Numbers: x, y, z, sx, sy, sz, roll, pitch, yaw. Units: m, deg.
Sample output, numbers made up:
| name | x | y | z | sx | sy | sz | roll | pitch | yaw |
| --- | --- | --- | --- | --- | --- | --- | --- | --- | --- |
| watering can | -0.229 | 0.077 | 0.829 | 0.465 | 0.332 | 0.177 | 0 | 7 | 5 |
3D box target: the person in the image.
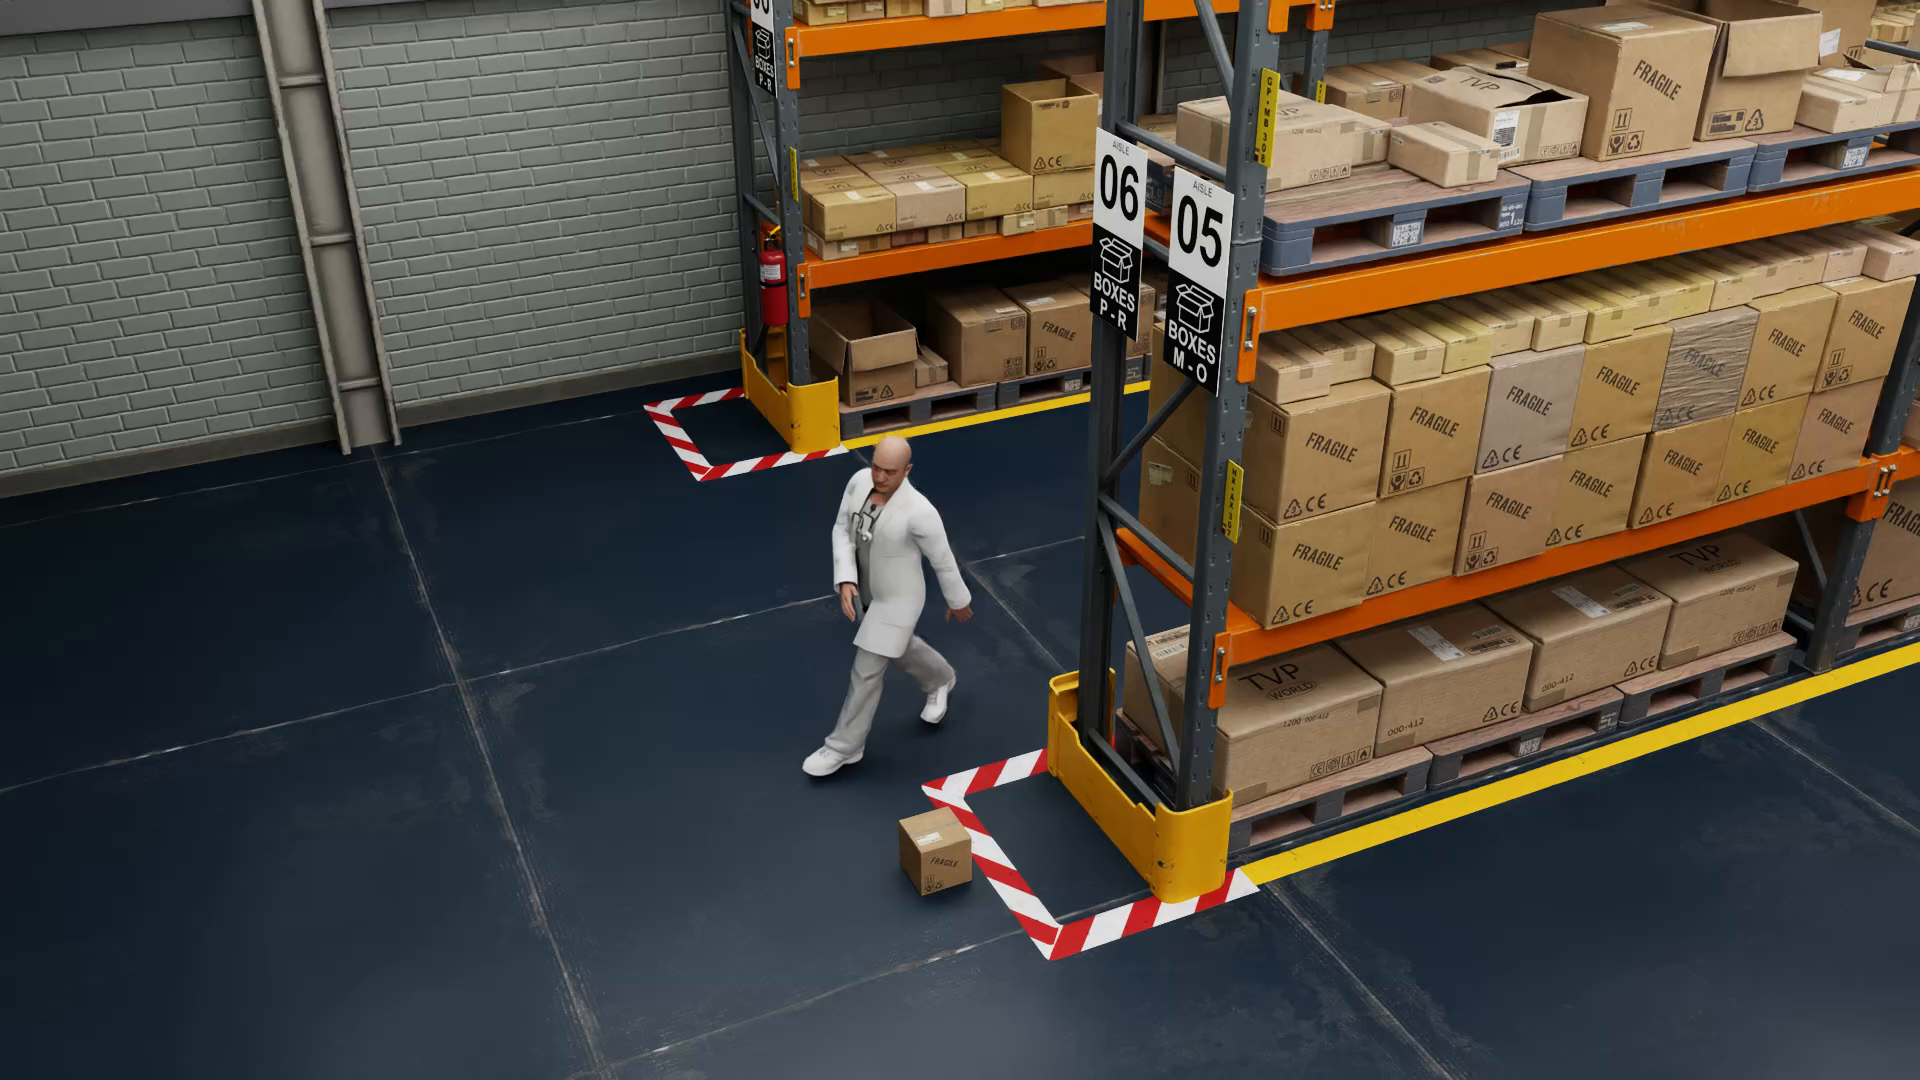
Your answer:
| name | x | y | z | sx | sy | sz | roll | pitch | yaw |
| --- | --- | --- | --- | --- | --- | --- | --- | --- | --- |
| person | -0.330 | 0.282 | 7.974 | 1.058 | 1.733 | 0.567 | -22 | 36 | -34 |
